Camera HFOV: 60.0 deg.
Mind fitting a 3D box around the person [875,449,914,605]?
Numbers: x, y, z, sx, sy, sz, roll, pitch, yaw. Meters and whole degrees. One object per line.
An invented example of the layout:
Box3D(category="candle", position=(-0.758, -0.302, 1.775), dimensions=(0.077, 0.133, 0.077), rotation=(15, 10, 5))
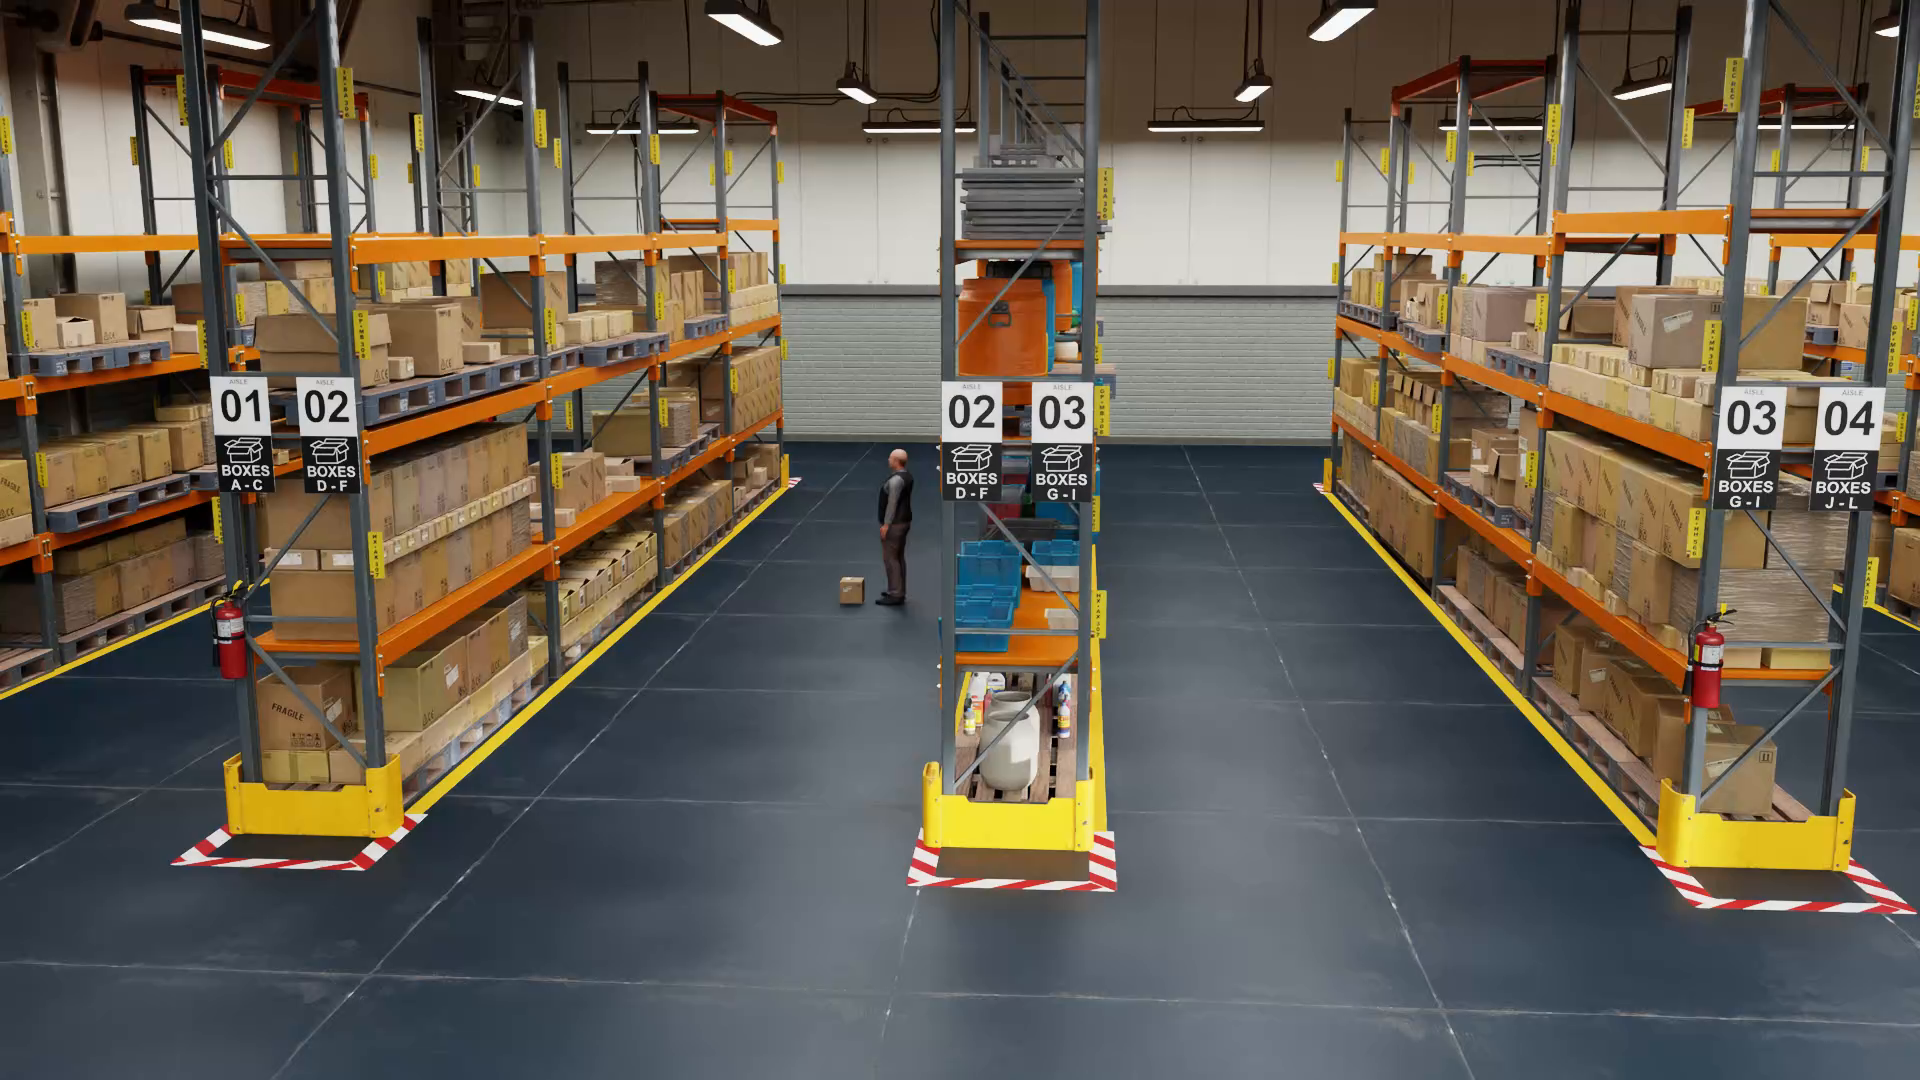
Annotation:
Box3D(category="person", position=(-0.745, -0.156, 18.768), dimensions=(0.401, 1.749, 0.563), rotation=(3, 11, 17))
